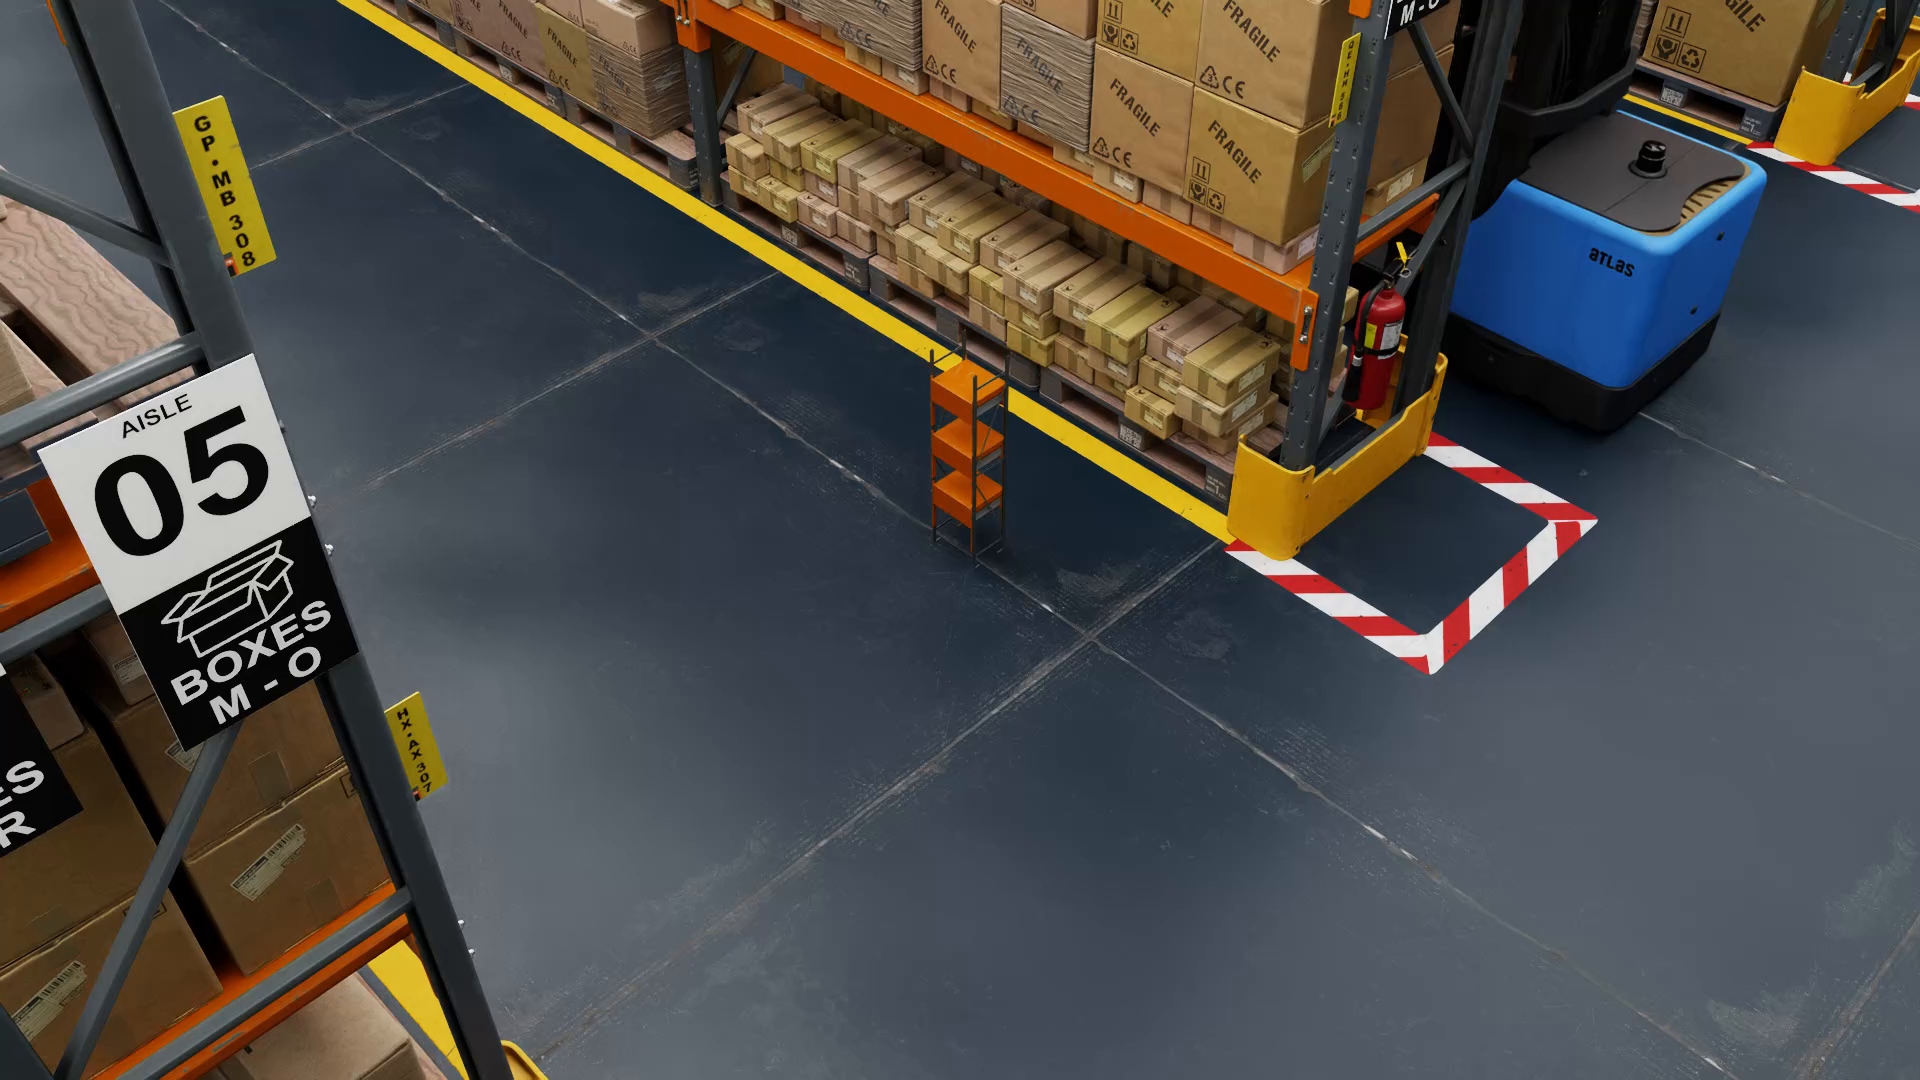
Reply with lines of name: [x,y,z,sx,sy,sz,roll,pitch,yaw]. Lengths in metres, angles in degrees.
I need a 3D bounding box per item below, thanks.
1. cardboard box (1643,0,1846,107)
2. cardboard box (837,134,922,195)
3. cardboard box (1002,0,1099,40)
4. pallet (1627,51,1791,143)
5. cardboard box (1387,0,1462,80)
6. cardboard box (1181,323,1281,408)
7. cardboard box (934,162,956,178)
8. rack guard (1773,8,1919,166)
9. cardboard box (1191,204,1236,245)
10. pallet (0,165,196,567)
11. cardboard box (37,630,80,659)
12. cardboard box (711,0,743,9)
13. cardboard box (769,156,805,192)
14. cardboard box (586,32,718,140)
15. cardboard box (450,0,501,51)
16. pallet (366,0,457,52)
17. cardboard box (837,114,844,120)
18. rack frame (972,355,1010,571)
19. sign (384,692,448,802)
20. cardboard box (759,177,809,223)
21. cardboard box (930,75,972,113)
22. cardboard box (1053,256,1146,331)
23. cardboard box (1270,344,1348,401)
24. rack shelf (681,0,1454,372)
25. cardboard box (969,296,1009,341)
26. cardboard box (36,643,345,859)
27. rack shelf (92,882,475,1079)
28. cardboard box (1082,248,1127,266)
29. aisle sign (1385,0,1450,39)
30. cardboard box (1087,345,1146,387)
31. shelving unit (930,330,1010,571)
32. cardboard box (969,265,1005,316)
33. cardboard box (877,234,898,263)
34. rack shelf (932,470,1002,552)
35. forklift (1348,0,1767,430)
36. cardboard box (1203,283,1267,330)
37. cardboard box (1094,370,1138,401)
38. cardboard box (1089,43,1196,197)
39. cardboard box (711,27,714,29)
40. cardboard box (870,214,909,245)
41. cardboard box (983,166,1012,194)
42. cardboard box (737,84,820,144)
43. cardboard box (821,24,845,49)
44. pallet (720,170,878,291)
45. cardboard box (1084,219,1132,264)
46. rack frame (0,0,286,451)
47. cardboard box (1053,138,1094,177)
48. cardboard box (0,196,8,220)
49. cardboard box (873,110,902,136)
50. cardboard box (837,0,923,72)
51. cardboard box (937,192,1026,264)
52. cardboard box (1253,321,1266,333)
cardboard box: [4.825,-3.289,9.972,0.875,0.875,0.875,-34,53,-31]
cardboard box: [-0.412,-1.927,8.595,0.250,0.149,0.380,33,52,30]
cardboard box: [0.519,-2.420,6.746,0.500,0.500,0.500,-31,51,-29]
pallet: [4.713,-2.968,10.424,1.003,0.211,1.213,-34,53,-31]
cardboard box: [1.621,-2.173,6.479,0.500,0.500,0.500,34,52,31]
cardboard box: [1.197,-0.776,7.349,0.380,0.149,0.250,-33,52,-31]
cardboard box: [0.076,-1.932,8.820,0.380,0.149,0.250,-33,52,-30]
rack guard: [5.350,-2.716,9.938,1.175,0.500,0.348,-34,53,-31]
cardboard box: [1.171,-1.383,6.839,0.250,0.149,0.380,34,53,31]
pallet: [-2.215,-0.317,3.355,1.003,0.211,1.213,-34,53,-31]
cardboard box: [-1.973,0.067,3.797,0.380,0.149,0.250,-33,52,-30]
cardboard box: [-1.106,-2.854,8.431,0.380,0.149,0.250,-32,52,-30]
cardboard box: [-0.803,-2.049,8.947,0.380,0.149,0.250,-34,52,-31]
cardboard box: [-1.776,-2.710,9.622,0.500,0.500,0.500,33,52,31]
cardboard box: [-2.857,-3.451,10.424,0.500,0.500,0.500,33,52,30]
pallet: [-3.349,-3.761,11.282,1.003,0.211,1.213,-34,53,-31]
cardboard box: [-0.627,-2.457,9.388,0.380,0.149,0.250,-33,52,-31]
rack frame: [0.124,-0.301,6.920,0.200,1.050,0.008,-34,53,-31]
sign: [-1.286,0.494,3.927,0.100,0.325,0.005,-34,53,-31]
cardboard box: [-0.857,-1.889,8.993,0.380,0.149,0.250,-33,52,-30]
cardboard box: [0.080,-2.138,7.656,0.380,0.149,0.250,-32,52,-30]
cardboard box: [0.649,-1.142,7.746,0.250,0.149,0.380,32,52,30]
cardboard box: [1.607,-0.829,7.846,0.380,0.149,0.250,-33,52,-31]
rack shelf: [0.338,-2.014,7.867,1.077,0.370,4.000,-34,53,-31]
cardboard box: [0.265,-1.166,8.211,0.380,0.149,0.250,-33,52,-31]
cardboard box: [-1.821,0.333,3.987,0.500,0.500,0.500,33,52,31]
rack shelf: [-3.096,0.407,5.247,1.077,0.370,4.000,-34,53,-31]
cardboard box: [0.814,-1.399,8.244,0.250,0.149,0.380,32,51,30]
aisle sign: [1.589,-2.093,5.507,0.394,0.787,0.004,-34,53,-31]
cardboard box: [0.807,-0.899,7.702,0.250,0.149,0.380,32,52,30]
shelving unit: [0.038,-0.360,6.983,0.215,1.050,0.252,-34,53,-31]
cardboard box: [0.264,-1.274,8.108,0.380,0.149,0.250,-31,51,-29]
cardboard box: [-0.215,-1.584,8.663,0.250,0.149,0.380,32,51,30]
rack shelf: [0.038,-0.148,7.179,0.215,0.259,0.240,-34,53,-31]
forklift: [2.348,-2.493,7.906,1.130,2.935,3.031,-33,52,-31]
cardboard box: [1.341,-1.132,7.735,0.380,0.149,0.250,-33,52,-31]
cardboard box: [0.852,-0.820,7.836,0.250,0.149,0.380,34,52,31]
cardboard box: [0.890,-1.806,6.818,0.500,0.500,0.500,33,52,31]
cardboard box: [-1.410,-3.232,9.635,0.500,0.250,0.500,32,51,30]
cardboard box: [-0.239,-1.675,8.542,0.380,0.149,0.250,-32,51,-30]
cardboard box: [0.334,-1.927,8.595,0.250,0.149,0.380,32,52,30]
cardboard box: [-0.978,-2.300,8.999,0.380,0.149,0.250,-32,51,-30]
cardboard box: [-0.458,-2.529,8.079,0.250,0.149,0.380,32,51,30]
pallet: [-0.575,-1.909,9.278,1.003,0.211,1.213,-34,53,-31]
cardboard box: [0.831,-1.532,8.168,0.380,0.149,0.250,-32,51,-30]
rack frame: [-1.683,-1.099,1.927,1.000,3.000,0.127,-34,53,-31]
cardboard box: [0.621,-1.749,7.235,0.250,0.149,0.380,32,51,30]
cardboard box: [-2.289,-0.730,3.538,0.380,0.149,0.250,-32,52,-30]
cardboard box: [-0.250,-2.299,8.998,0.250,0.149,0.380,34,52,31]
cardboard box: [-0.219,-2.533,7.605,0.500,0.500,0.500,33,52,31]
cardboard box: [0.107,-1.537,8.173,0.380,0.149,0.250,-34,52,-31]
cardboard box: [1.408,-1.067,7.884,0.250,0.149,0.380,34,52,31]
